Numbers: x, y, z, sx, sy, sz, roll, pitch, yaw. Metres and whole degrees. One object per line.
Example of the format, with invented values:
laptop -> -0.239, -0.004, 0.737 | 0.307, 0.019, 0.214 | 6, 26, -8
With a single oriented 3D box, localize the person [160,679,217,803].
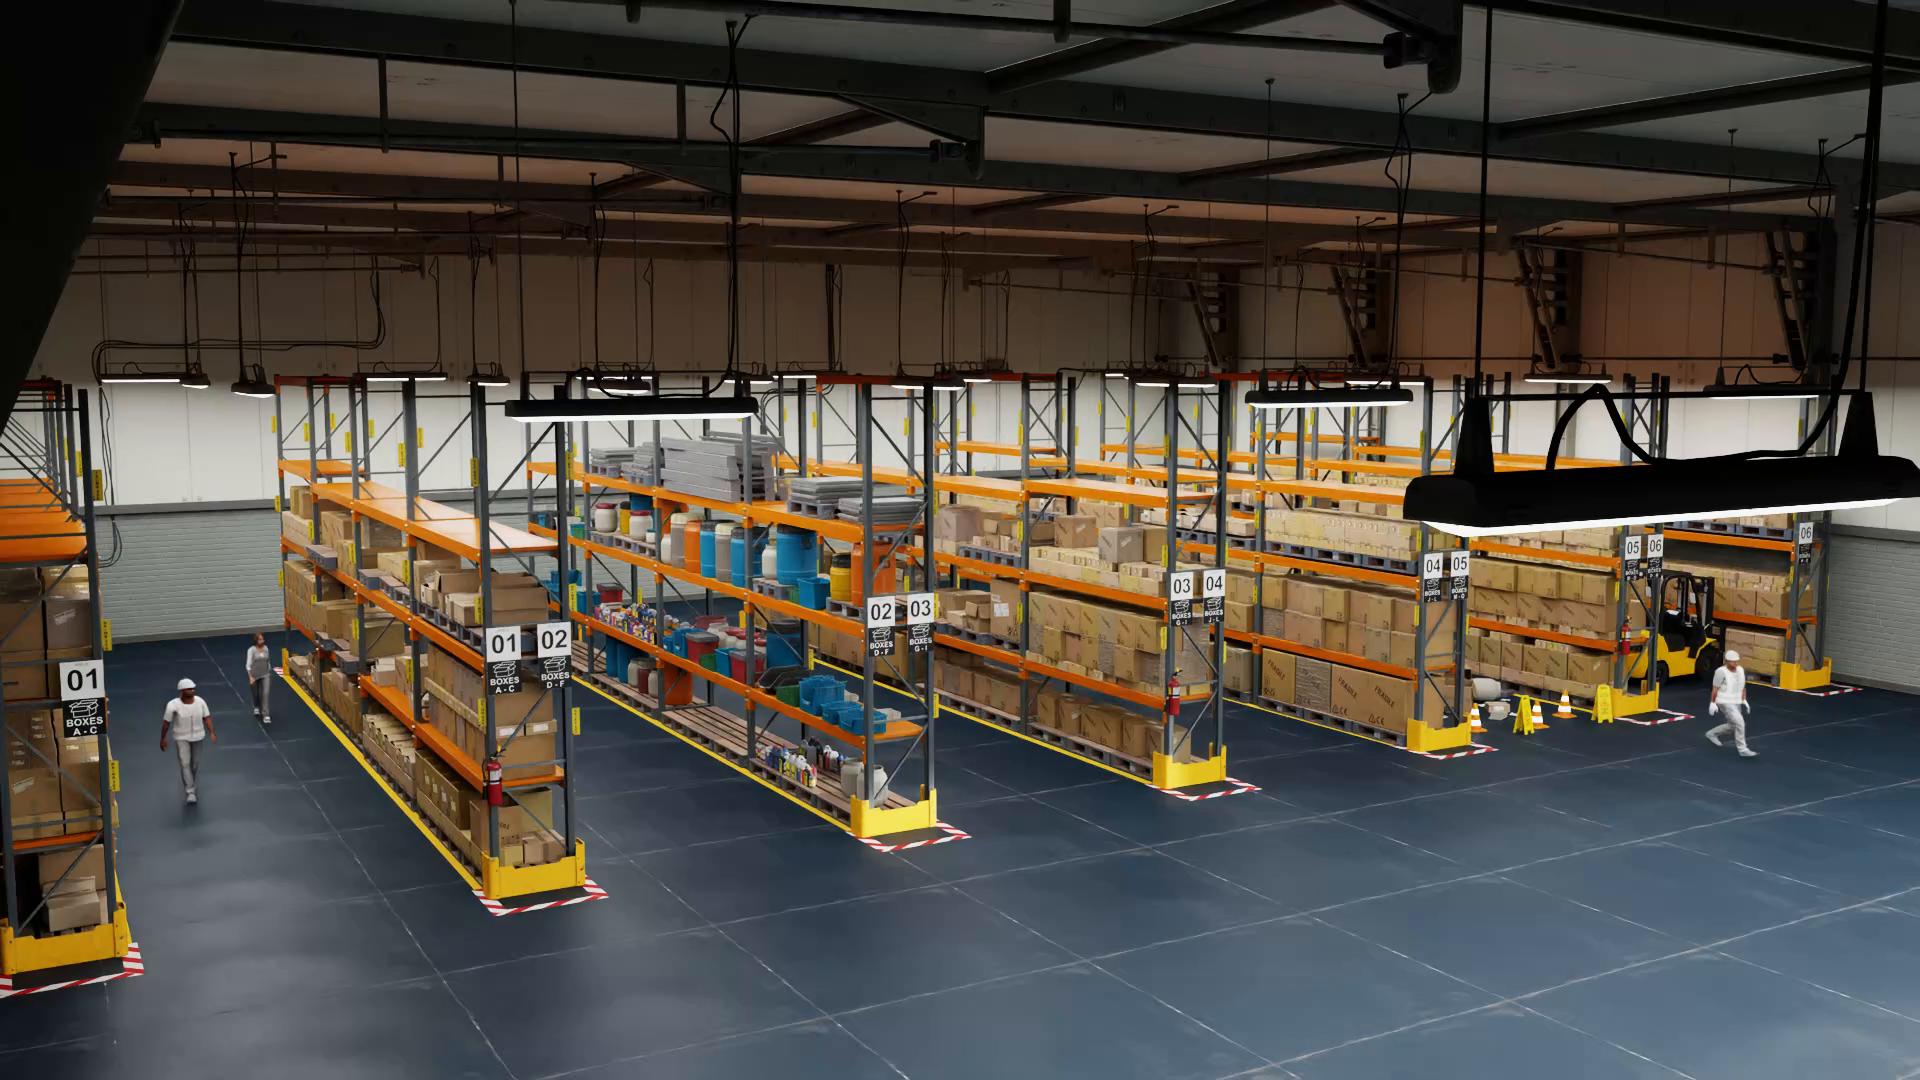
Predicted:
person -> -11.094, 2.844, 23.920 | 0.683, 1.705, 1.079 | -5, 8, -39

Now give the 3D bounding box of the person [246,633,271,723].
person -> -12.238, 2.381, 29.003 | 0.400, 1.534, 0.998 | -3, 7, -27

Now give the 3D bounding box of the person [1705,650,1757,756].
person -> 12.369, 2.589, 26.672 | 0.554, 1.673, 1.055 | -3, 7, -25
